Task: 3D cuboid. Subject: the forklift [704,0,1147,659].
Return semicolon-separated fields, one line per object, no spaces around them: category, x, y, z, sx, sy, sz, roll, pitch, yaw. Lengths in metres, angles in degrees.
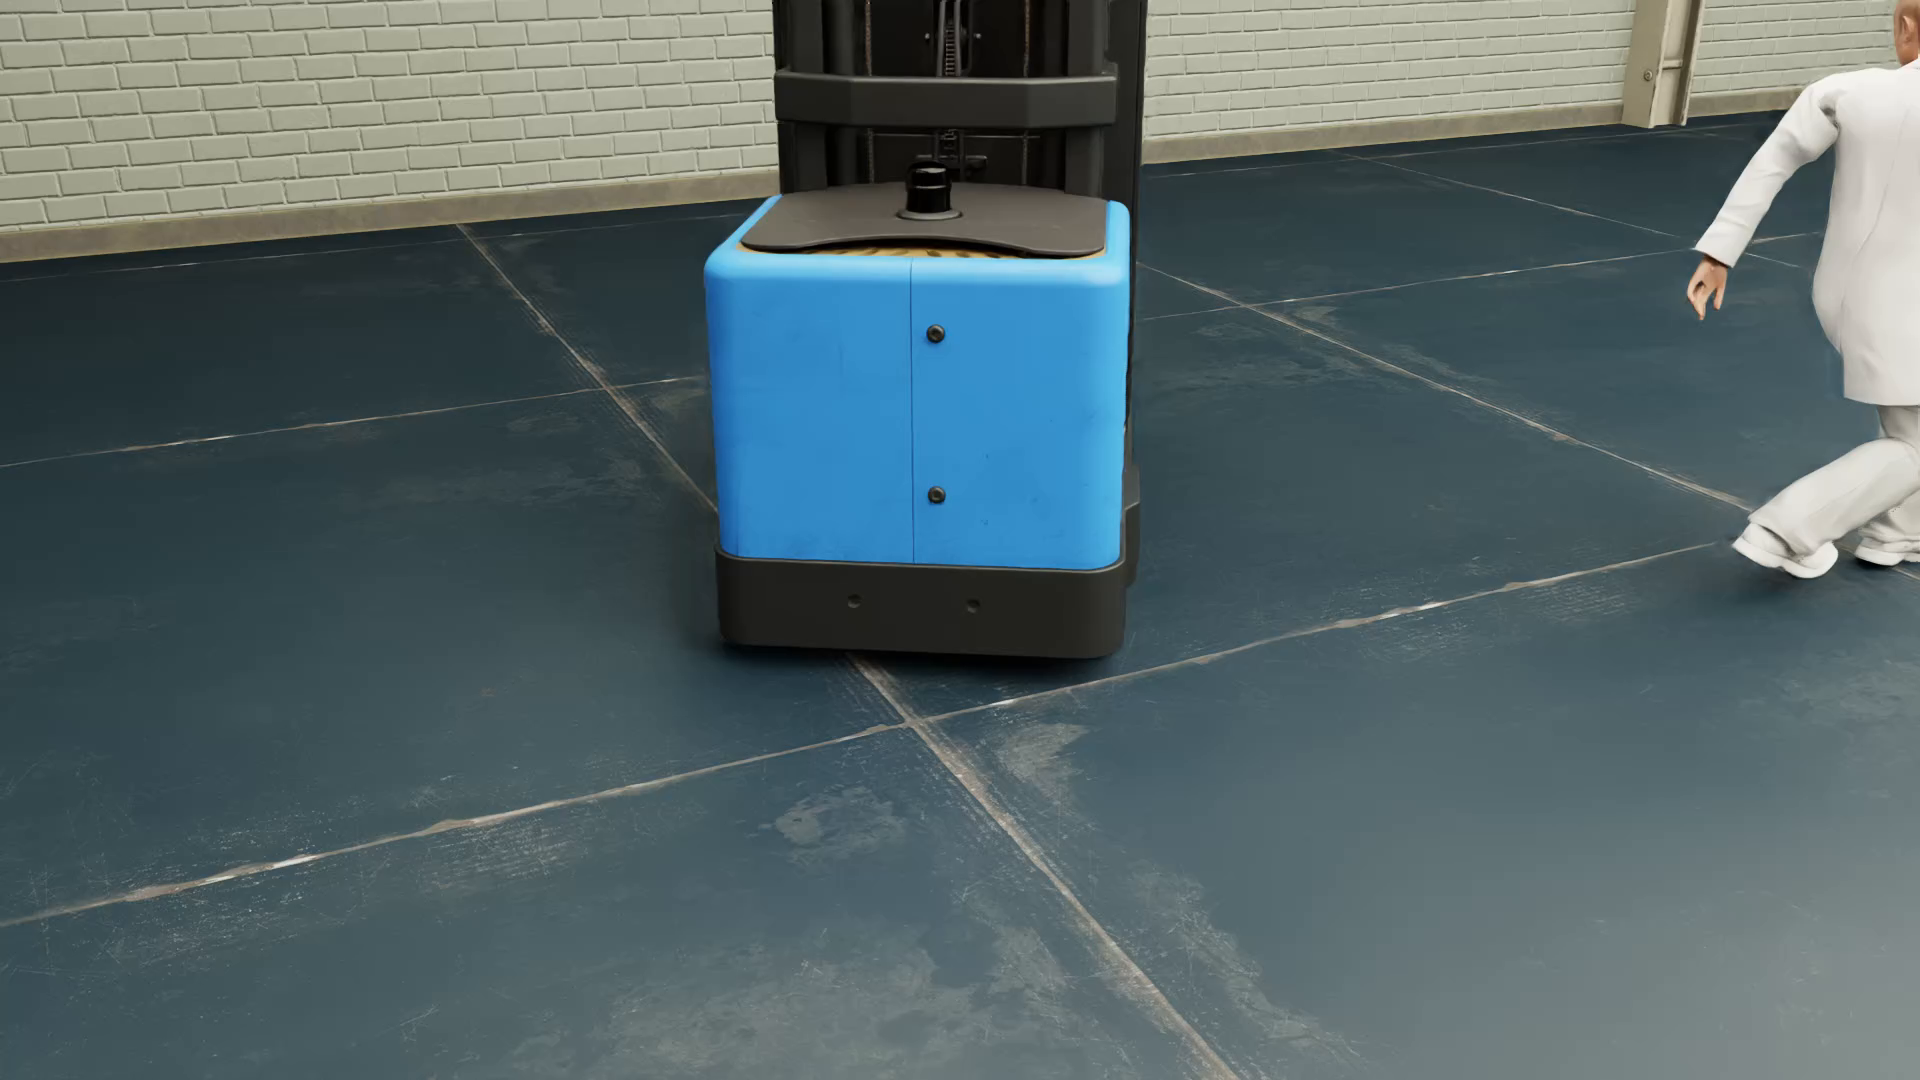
forklift;0.022;-1.579;5.088;1.130;2.935;3.031;2;23;5

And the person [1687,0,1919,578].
person;2.562;-0.687;4.602;0.936;1.692;0.635;-7;23;-16
